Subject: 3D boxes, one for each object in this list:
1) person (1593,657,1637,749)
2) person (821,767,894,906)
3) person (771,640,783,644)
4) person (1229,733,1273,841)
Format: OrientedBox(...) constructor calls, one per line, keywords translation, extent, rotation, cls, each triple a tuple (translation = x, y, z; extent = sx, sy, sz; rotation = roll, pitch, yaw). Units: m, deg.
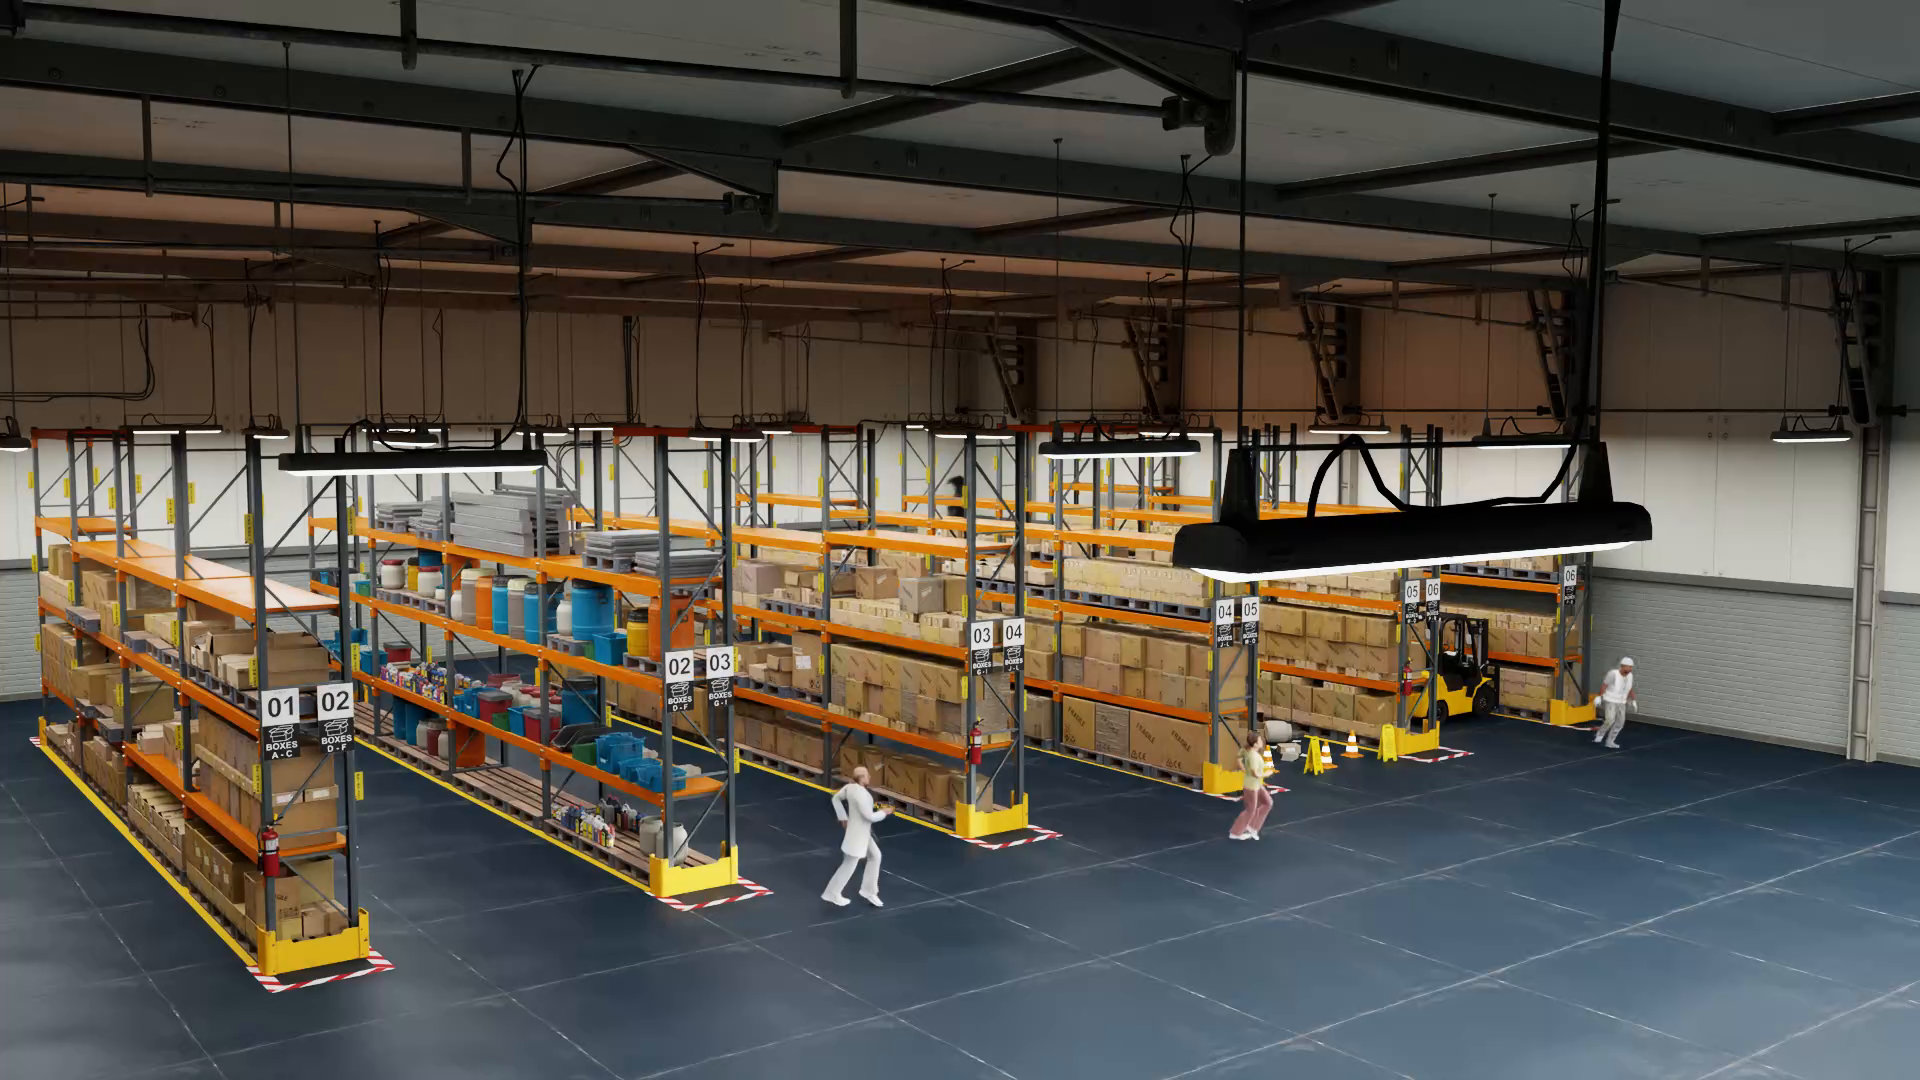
OrientedBox(translation=(12.230, 3.033, 31.018), extent=(0.725, 1.726, 0.631), rotation=(-2, 5, -22), cls="person")
OrientedBox(translation=(-1.299, 3.788, 21.090), extent=(0.933, 1.847, 0.647), rotation=(-1, 5, -8), cls="person")
OrientedBox(translation=(-3.837, 2.865, 34.495), extent=(0.817, 1.645, 0.608), rotation=(1, 5, 13), cls="person")
OrientedBox(translation=(4.247, 3.622, 24.233), extent=(0.628, 1.665, 0.546), rotation=(1, 5, 11), cls="person")
